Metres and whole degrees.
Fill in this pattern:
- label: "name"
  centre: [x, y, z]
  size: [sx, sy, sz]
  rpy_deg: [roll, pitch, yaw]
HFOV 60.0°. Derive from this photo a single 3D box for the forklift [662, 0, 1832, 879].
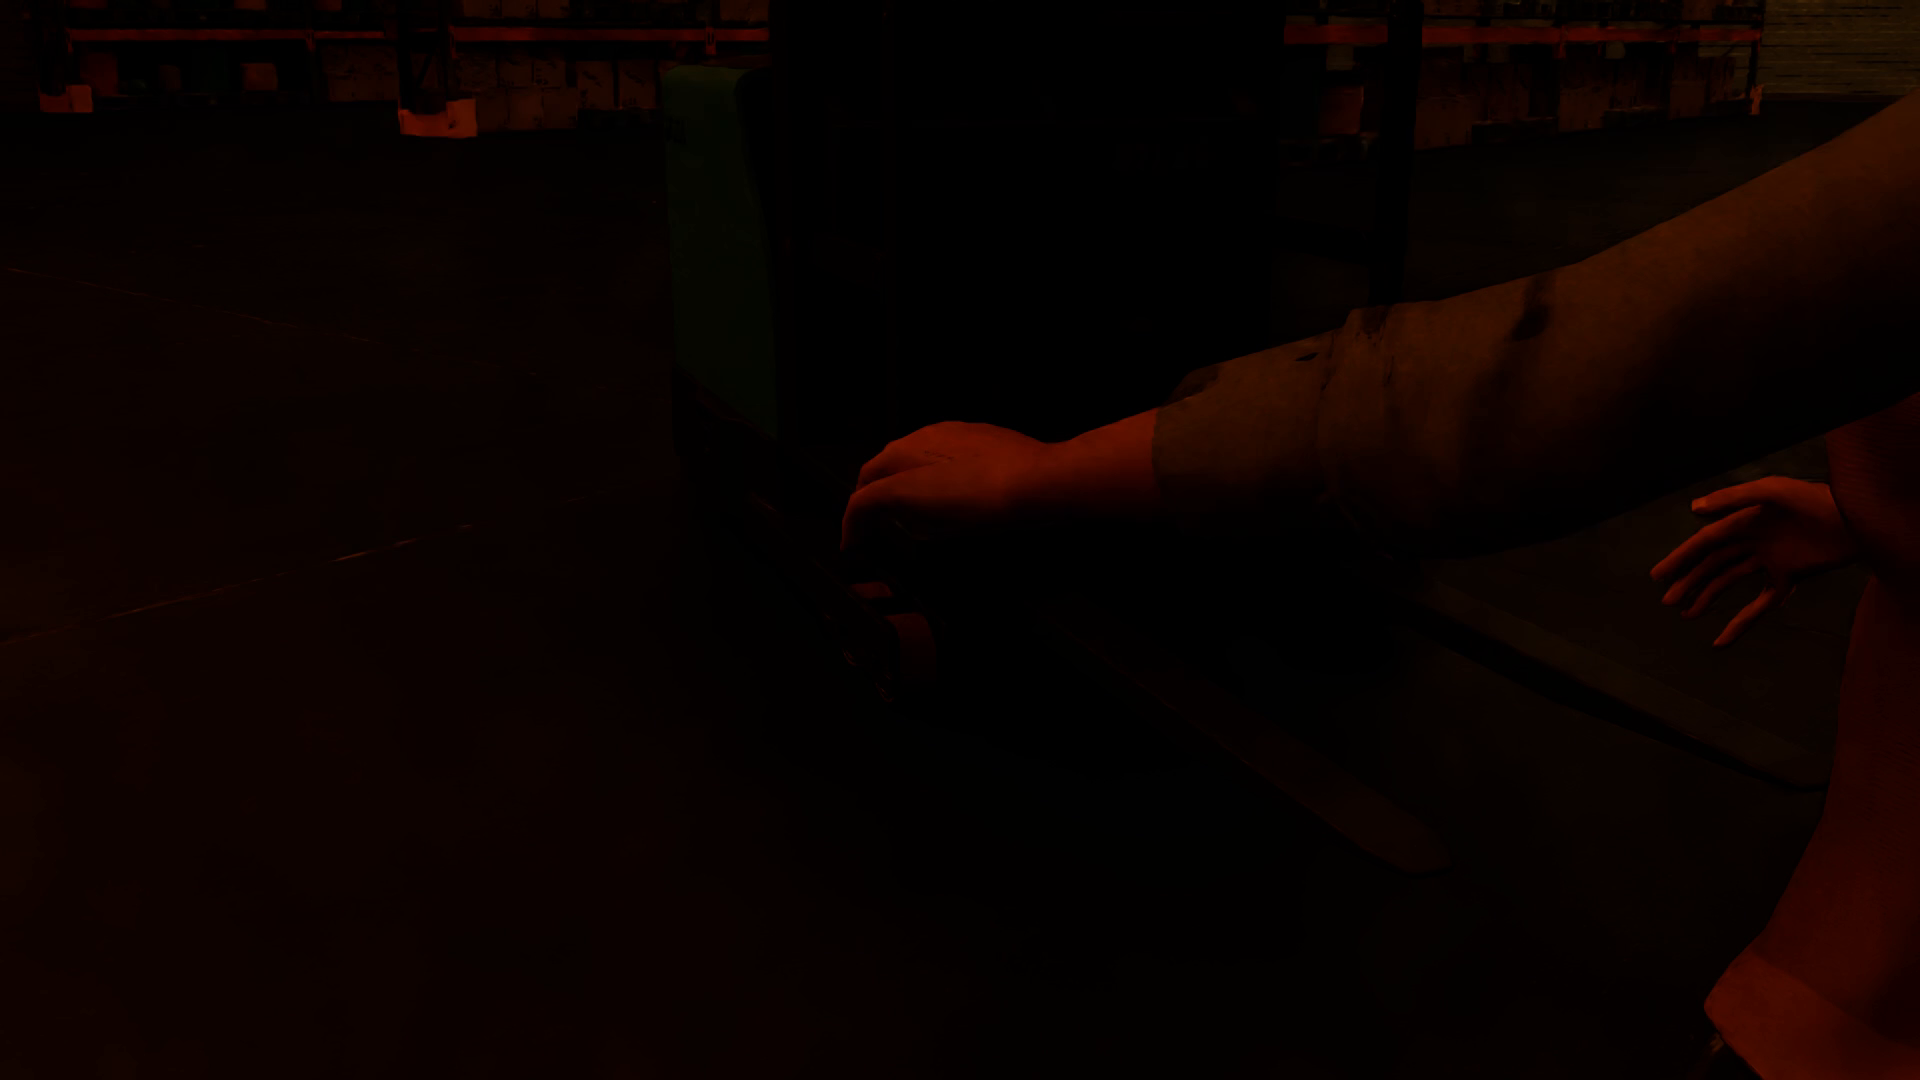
- label: "forklift"
  centre: [0.255, -1.248, 3.006]
  size: [1.130, 2.935, 3.031]
  rpy_deg: [-7, 18, -21]
